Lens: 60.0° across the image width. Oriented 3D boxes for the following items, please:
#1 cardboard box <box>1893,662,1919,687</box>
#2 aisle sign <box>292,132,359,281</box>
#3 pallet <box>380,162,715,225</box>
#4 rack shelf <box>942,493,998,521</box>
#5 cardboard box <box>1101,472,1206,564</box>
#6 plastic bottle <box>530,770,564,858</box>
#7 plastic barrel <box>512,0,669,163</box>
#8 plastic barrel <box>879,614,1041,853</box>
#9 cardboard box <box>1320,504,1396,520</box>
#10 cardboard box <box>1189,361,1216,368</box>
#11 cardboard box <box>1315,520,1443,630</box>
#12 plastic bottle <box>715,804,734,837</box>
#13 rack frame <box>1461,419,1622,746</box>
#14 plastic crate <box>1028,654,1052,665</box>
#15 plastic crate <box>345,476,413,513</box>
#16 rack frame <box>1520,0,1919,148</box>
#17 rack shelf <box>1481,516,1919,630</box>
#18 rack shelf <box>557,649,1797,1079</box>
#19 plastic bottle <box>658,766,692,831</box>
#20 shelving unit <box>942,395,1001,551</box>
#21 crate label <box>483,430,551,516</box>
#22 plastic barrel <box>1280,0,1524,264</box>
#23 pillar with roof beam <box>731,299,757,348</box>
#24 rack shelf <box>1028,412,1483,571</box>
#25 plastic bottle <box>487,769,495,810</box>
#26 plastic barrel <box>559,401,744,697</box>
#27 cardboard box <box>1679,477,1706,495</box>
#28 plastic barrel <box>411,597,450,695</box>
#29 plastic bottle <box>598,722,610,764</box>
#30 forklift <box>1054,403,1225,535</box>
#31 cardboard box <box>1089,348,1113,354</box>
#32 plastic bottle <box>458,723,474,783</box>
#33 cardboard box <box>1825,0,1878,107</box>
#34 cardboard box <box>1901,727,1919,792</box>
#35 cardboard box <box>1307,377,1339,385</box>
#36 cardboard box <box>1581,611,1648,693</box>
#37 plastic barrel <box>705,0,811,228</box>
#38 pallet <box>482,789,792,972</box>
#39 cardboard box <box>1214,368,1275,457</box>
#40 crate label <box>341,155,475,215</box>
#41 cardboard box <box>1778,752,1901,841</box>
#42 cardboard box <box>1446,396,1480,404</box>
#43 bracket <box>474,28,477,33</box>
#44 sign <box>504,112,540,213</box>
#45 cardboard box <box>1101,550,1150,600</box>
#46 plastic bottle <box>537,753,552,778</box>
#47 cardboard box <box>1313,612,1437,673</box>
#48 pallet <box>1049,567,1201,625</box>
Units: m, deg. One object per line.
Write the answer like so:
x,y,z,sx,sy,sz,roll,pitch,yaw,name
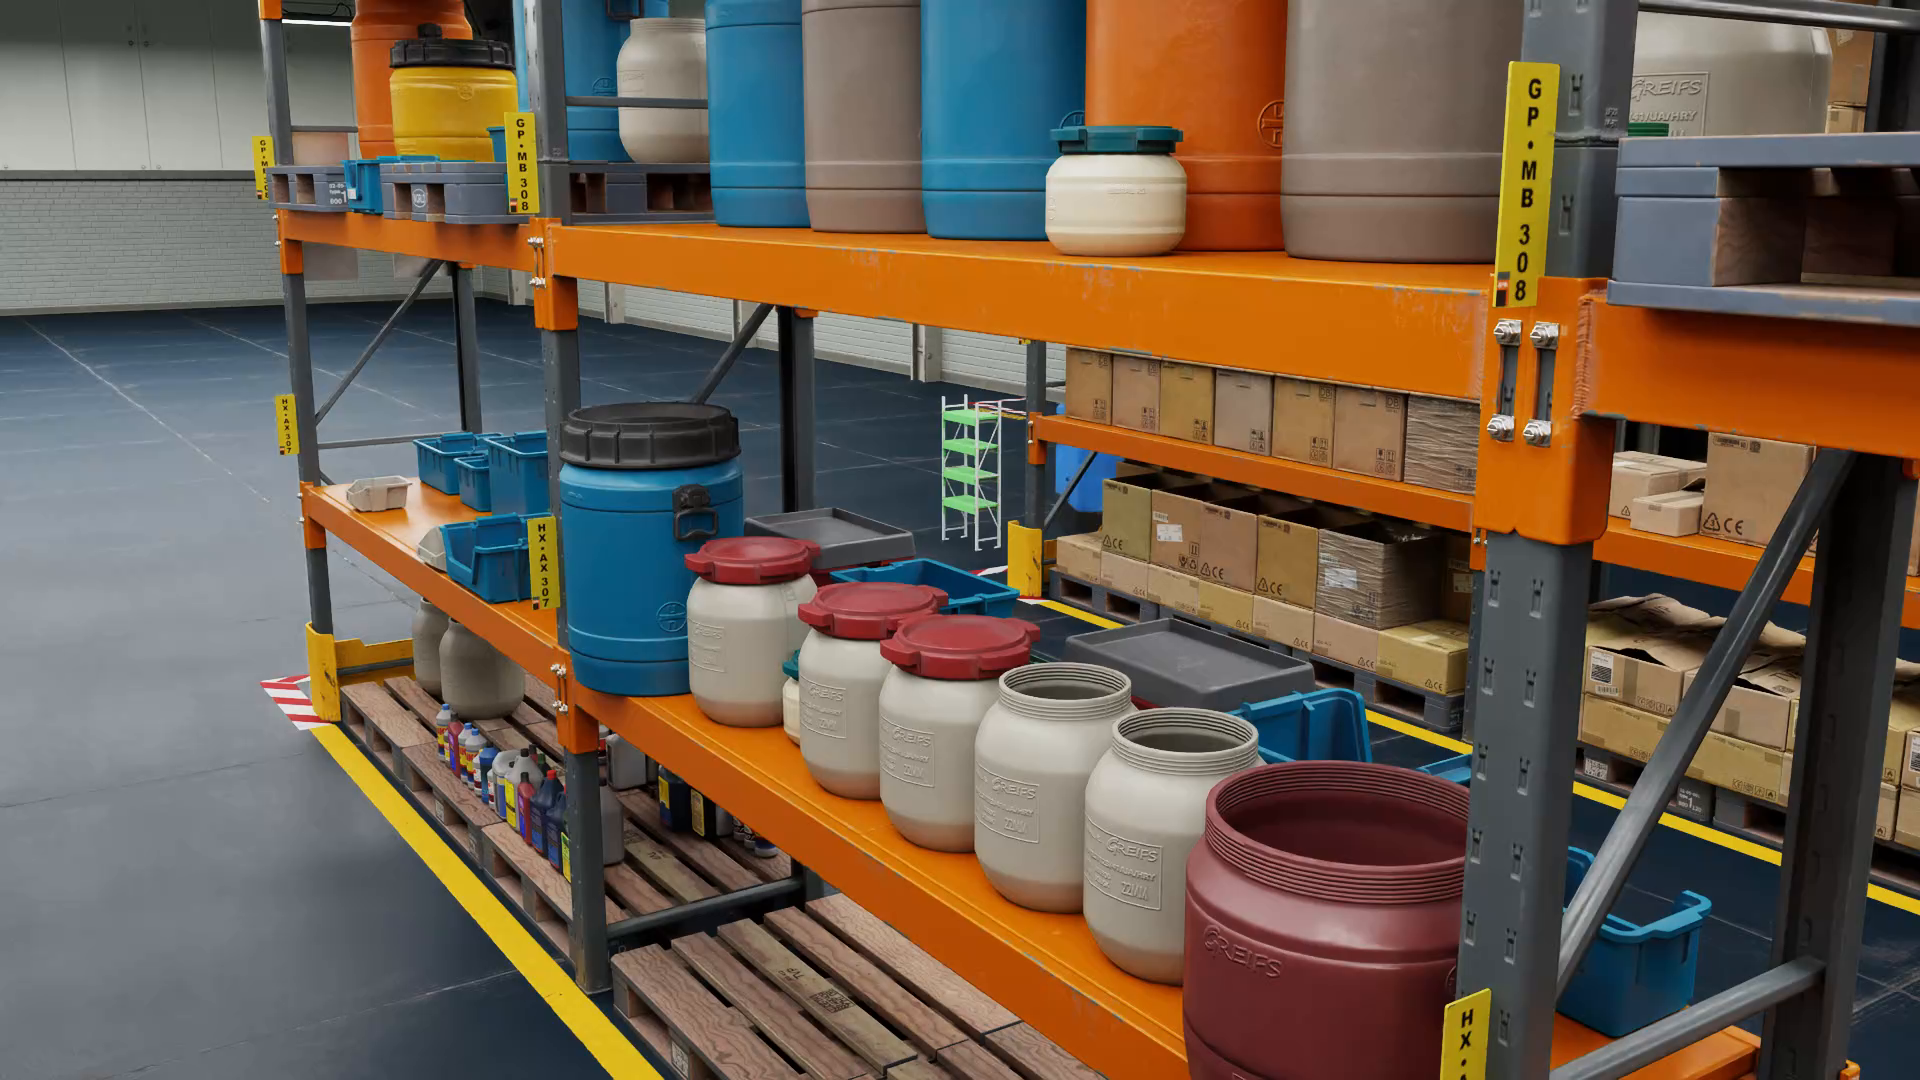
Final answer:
4.442,0.742,7.588,0.500,0.311,0.500,-8,15,-33,cardboard box
-3.490,-1.805,9.008,0.394,0.787,0.004,-8,15,-33,aisle sign
-1.471,-1.335,6.367,1.213,0.211,1.003,-8,15,-33,pallet
0.092,-0.260,13.664,0.258,0.148,0.480,-8,15,-33,rack shelf
1.310,-0.160,11.271,0.500,0.500,0.500,-8,15,-33,cardboard box
-1.693,1.119,6.893,0.144,0.351,0.185,-9,15,-36,plastic bottle
-1.453,-1.950,6.581,0.600,0.901,0.708,-8,15,-33,plastic barrel
0.003,0.492,4.273,0.433,0.535,0.433,0,12,0,plastic barrel
2.585,0.043,10.339,0.500,0.500,0.500,-8,15,-33,cardboard box
1.673,-1.184,10.502,0.380,0.149,0.250,-8,15,-33,cardboard box
2.429,0.194,9.651,0.500,0.500,0.500,-8,15,-33,cardboard box
-1.004,1.108,7.121,0.152,0.276,0.135,-7,14,-31,plastic bottle
3.135,-0.431,8.811,1.000,3.000,0.127,-8,15,-33,rack frame
0.210,0.535,4.892,0.450,0.188,0.662,-8,15,-33,plastic crate
-2.979,-0.231,8.512,0.298,0.136,0.250,-8,15,-33,plastic crate
1.226,-2.065,2.239,1.000,3.000,0.127,-8,15,-33,rack frame
4.243,0.276,7.261,1.077,0.370,4.000,-8,15,-33,rack shelf
0.118,0.862,4.583,1.077,0.370,4.000,-8,15,-33,rack shelf
-1.212,1.058,7.172,0.144,0.351,0.185,-8,15,-33,plastic bottle
0.092,-0.557,13.599,0.258,1.200,0.503,-8,15,-33,shelving unit
-1.962,-0.279,8.032,0.502,0.435,0.616,-8,15,-33,crate label
0.952,-1.016,3.291,0.600,0.901,0.600,0,12,0,plastic barrel
-7.408,-7.330,26.315,9.100,9.000,0.400,-8,15,-33,pillar with roof beam
2.027,-0.435,10.514,1.077,0.370,4.000,-8,15,-33,rack shelf
-2.047,1.088,7.387,0.097,0.201,0.097,0,12,0,plastic bottle
-1.028,0.014,5.601,0.600,0.901,0.708,-8,15,-33,plastic barrel
3.775,-0.231,8.210,0.396,0.266,0.258,-9,15,-34,cardboard box
-2.778,0.562,9.113,0.421,0.512,0.421,0,12,0,plastic barrel
-1.724,0.961,7.966,0.097,0.201,0.097,0,12,0,plastic bottle
2.372,-1.506,13.888,3.031,2.935,1.130,-2,12,-8,forklift
1.106,-1.366,11.335,0.380,0.149,0.250,-9,15,-34,cardboard box
-2.271,0.982,7.709,0.097,0.271,0.097,0,12,0,plastic bottle
3.779,-2.182,7.408,0.500,0.500,0.500,-6,14,-27,cardboard box
4.286,0.899,6.871,0.500,0.311,0.500,-8,15,-33,cardboard box
2.244,-1.001,9.665,0.380,0.149,0.250,-8,15,-33,cardboard box
3.157,0.536,8.529,0.500,0.311,0.500,-8,15,-33,cardboard box
-0.528,-1.491,5.463,0.600,0.901,0.708,-8,15,-33,plastic barrel
-1.328,1.393,7.000,1.003,0.211,1.213,-8,15,-33,pallet
2.027,-0.832,10.409,0.700,0.500,0.500,-8,14,-31,cardboard box
-2.444,-1.577,7.380,0.502,0.251,0.408,-8,15,-33,crate label
4.005,1.082,7.347,0.500,0.250,0.500,-8,15,-32,cardboard box
2.806,-0.820,8.836,0.380,0.149,0.250,-8,15,-33,cardboard box
-10.998,-11.764,38.165,0.235,0.232,0.430,-8,15,-33,bracket
-1.454,-1.252,5.523,0.100,0.325,0.005,-8,15,-33,sign
1.311,0.206,11.352,0.500,0.250,0.500,-8,15,-33,cardboard box
-1.801,1.078,7.239,0.061,0.283,0.133,-8,15,-33,plastic bottle
2.428,0.561,9.731,0.500,0.250,0.500,-8,15,-33,cardboard box
1.378,0.351,11.763,1.003,0.211,1.213,-8,15,-33,pallet
